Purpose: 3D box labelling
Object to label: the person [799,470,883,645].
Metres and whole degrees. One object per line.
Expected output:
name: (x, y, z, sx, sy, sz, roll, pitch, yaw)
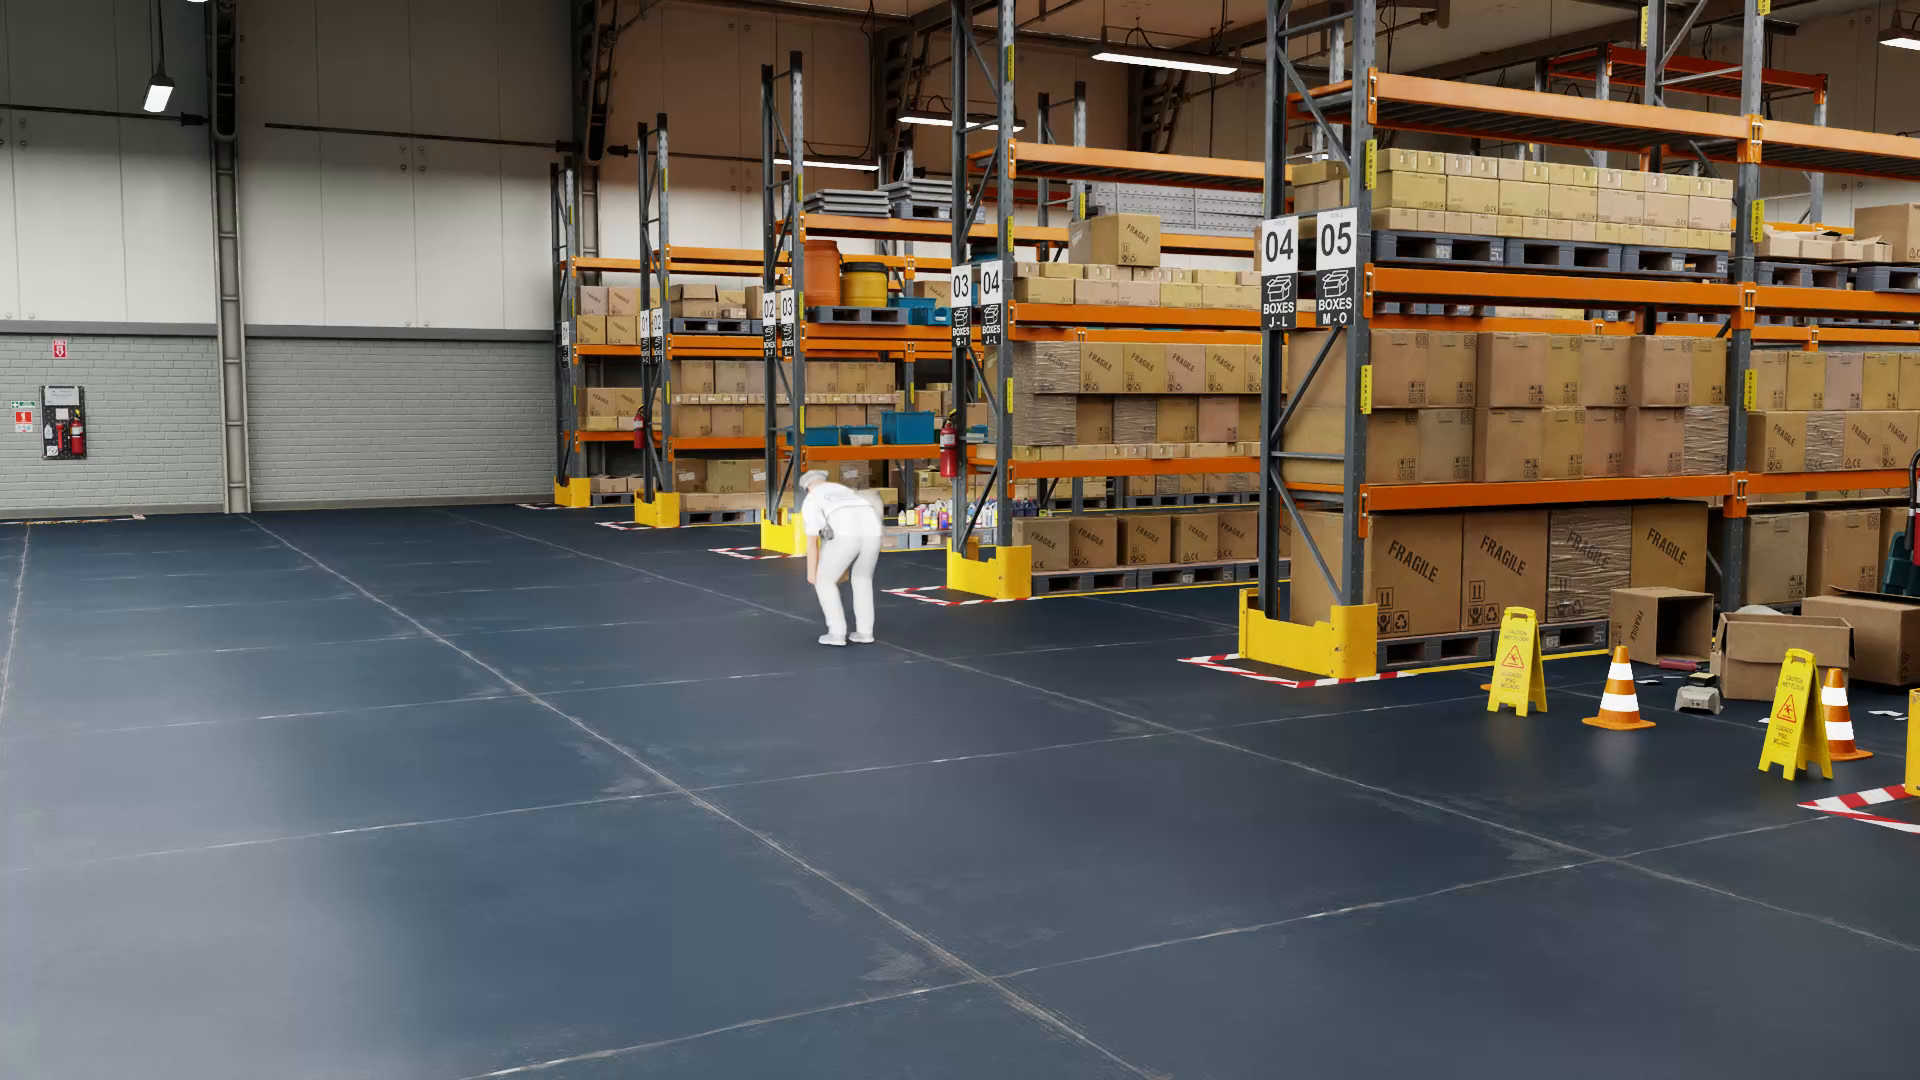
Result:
person: (-0.972, 0.129, 13.130, 0.487, 1.341, 0.987, -3, 6, -31)
